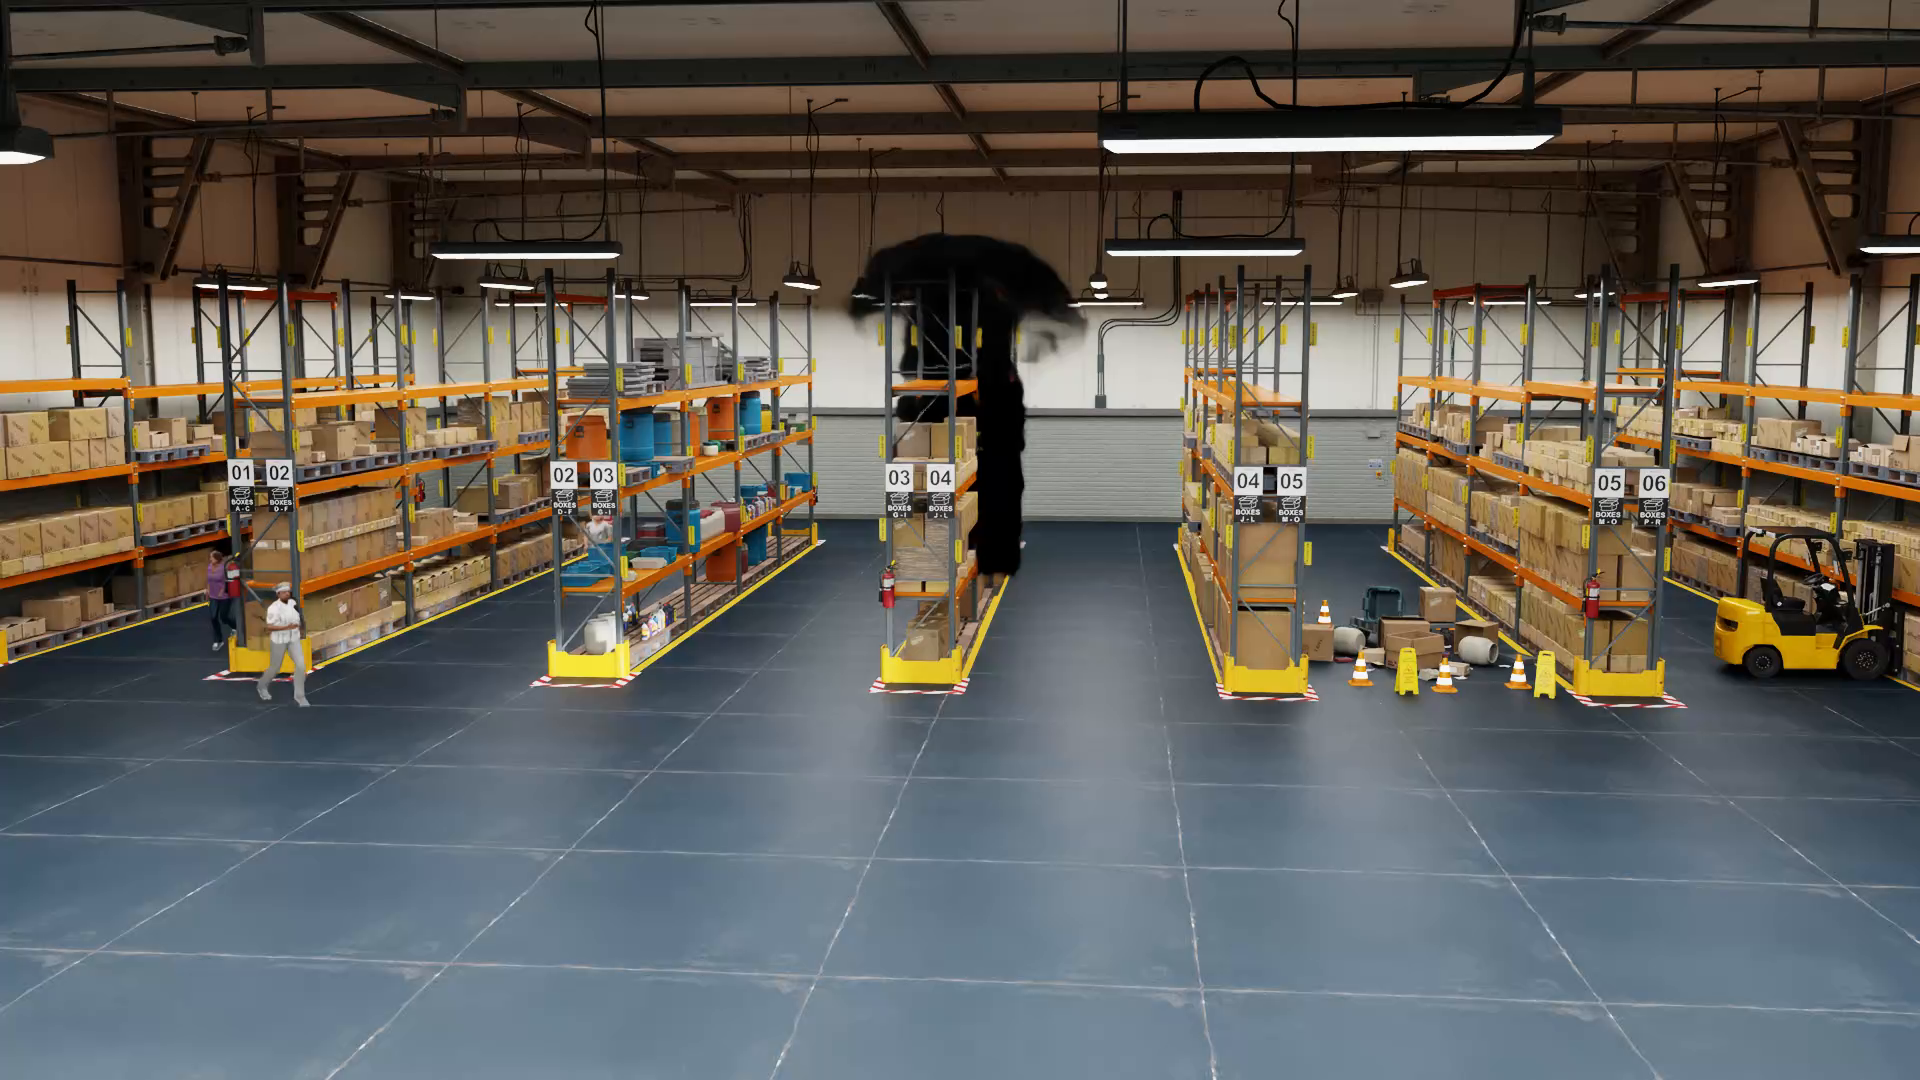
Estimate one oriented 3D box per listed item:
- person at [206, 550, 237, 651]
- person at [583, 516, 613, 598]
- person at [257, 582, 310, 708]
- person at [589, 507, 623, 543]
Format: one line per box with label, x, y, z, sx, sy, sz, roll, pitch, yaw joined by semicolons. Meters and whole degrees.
person;-11.941;0.956;26.980;0.553;1.617;0.689;1;7;9
person;-6.586;0.237;30.168;0.554;1.653;0.564;0;7;-3
person;-9.250;1.415;22.739;0.896;1.736;0.587;5;9;37
person;-7.144;-0.226;33.527;0.661;1.777;0.704;0;7;-1
